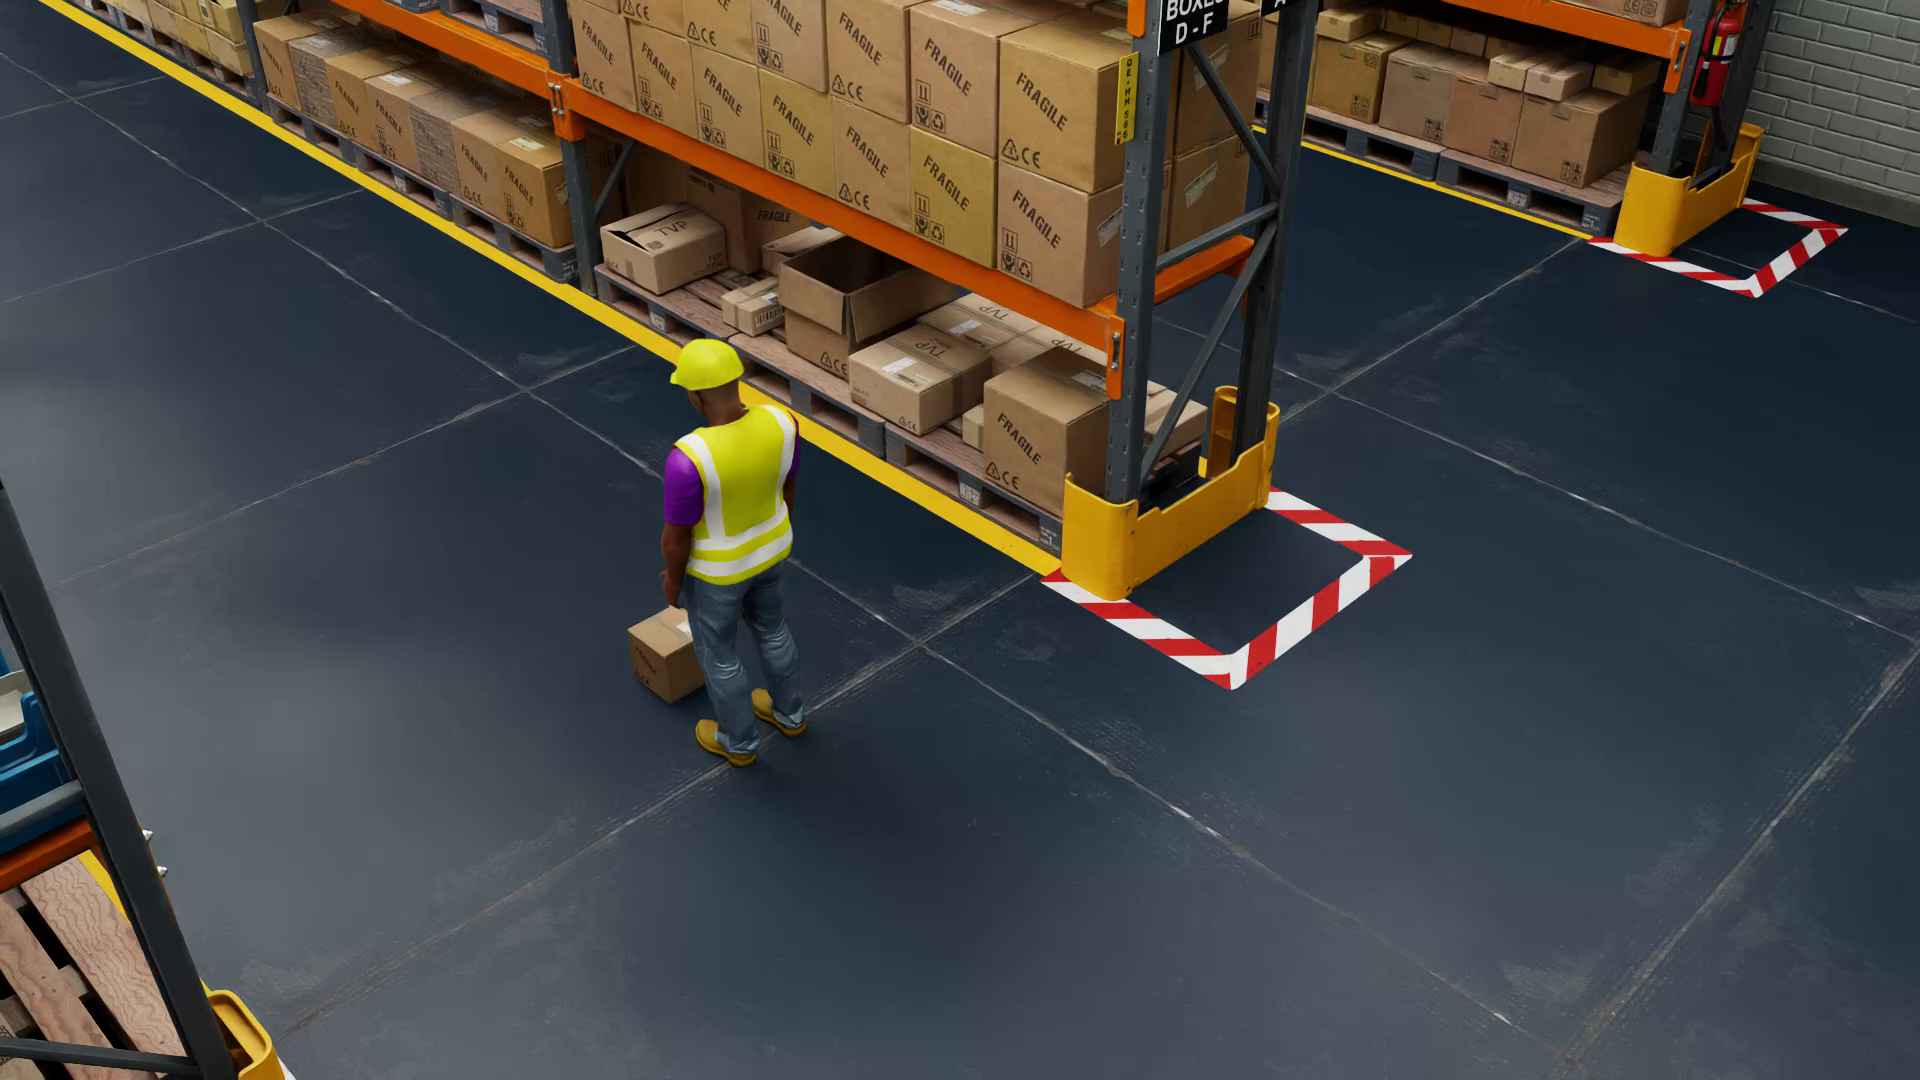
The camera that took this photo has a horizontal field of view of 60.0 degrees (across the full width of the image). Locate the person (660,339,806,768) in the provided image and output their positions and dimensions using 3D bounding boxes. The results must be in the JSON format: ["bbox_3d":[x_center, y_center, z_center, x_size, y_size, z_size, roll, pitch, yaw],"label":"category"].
[{"bbox_3d":[-0.826,0.060,6.045,0.567,1.759,0.363,-29,44,-35],"label":"person"}]
